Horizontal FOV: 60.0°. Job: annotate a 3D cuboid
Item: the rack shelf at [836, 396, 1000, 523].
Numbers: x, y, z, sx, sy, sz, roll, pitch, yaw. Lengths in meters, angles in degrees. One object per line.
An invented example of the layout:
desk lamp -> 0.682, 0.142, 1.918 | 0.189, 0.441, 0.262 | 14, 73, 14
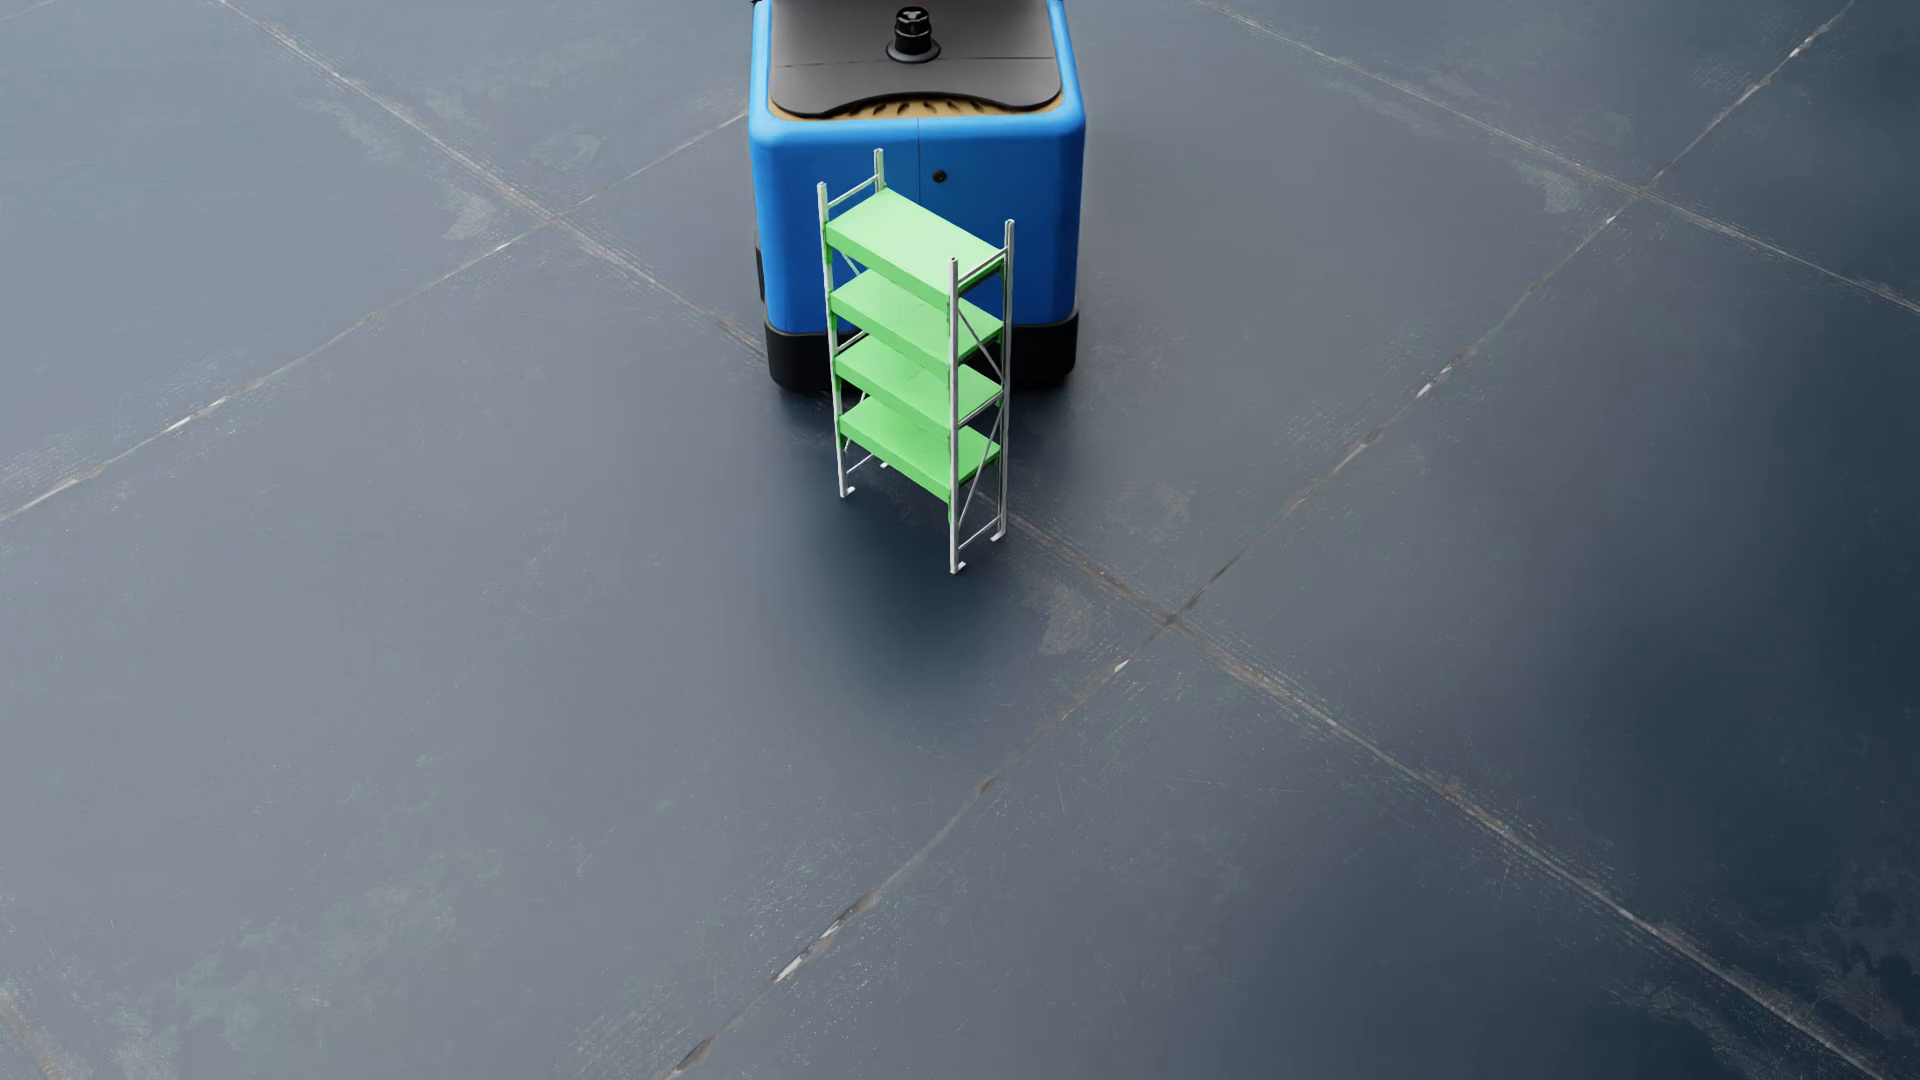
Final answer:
rack shelf -> -0.122, -0.285, 5.111 | 0.480, 0.148, 0.258 | 34, 55, 28

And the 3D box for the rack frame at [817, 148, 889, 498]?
rack frame -> -0.301, -0.613, 5.003 | 0.015, 1.200, 0.240 | 34, 55, 28

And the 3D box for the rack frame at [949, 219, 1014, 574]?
rack frame -> 0.058, -0.372, 4.776 | 0.015, 1.200, 0.240 | 34, 55, 28

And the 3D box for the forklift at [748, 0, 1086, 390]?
forklift -> -0.211, -2.580, 5.662 | 1.130, 2.935, 3.031 | -3, 47, -2

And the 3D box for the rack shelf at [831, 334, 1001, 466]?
rack shelf -> -0.122, -0.449, 4.936 | 0.480, 0.148, 0.258 | 34, 55, 28

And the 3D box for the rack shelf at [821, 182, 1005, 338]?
rack shelf -> -0.122, -0.777, 4.586 | 0.480, 0.148, 0.258 | 34, 55, 28

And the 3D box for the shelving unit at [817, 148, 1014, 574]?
shelving unit -> -0.122, -0.493, 4.889 | 0.503, 1.200, 0.258 | 34, 55, 28

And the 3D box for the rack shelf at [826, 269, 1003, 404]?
rack shelf -> -0.122, -0.613, 4.761 | 0.480, 0.148, 0.258 | 34, 55, 28
